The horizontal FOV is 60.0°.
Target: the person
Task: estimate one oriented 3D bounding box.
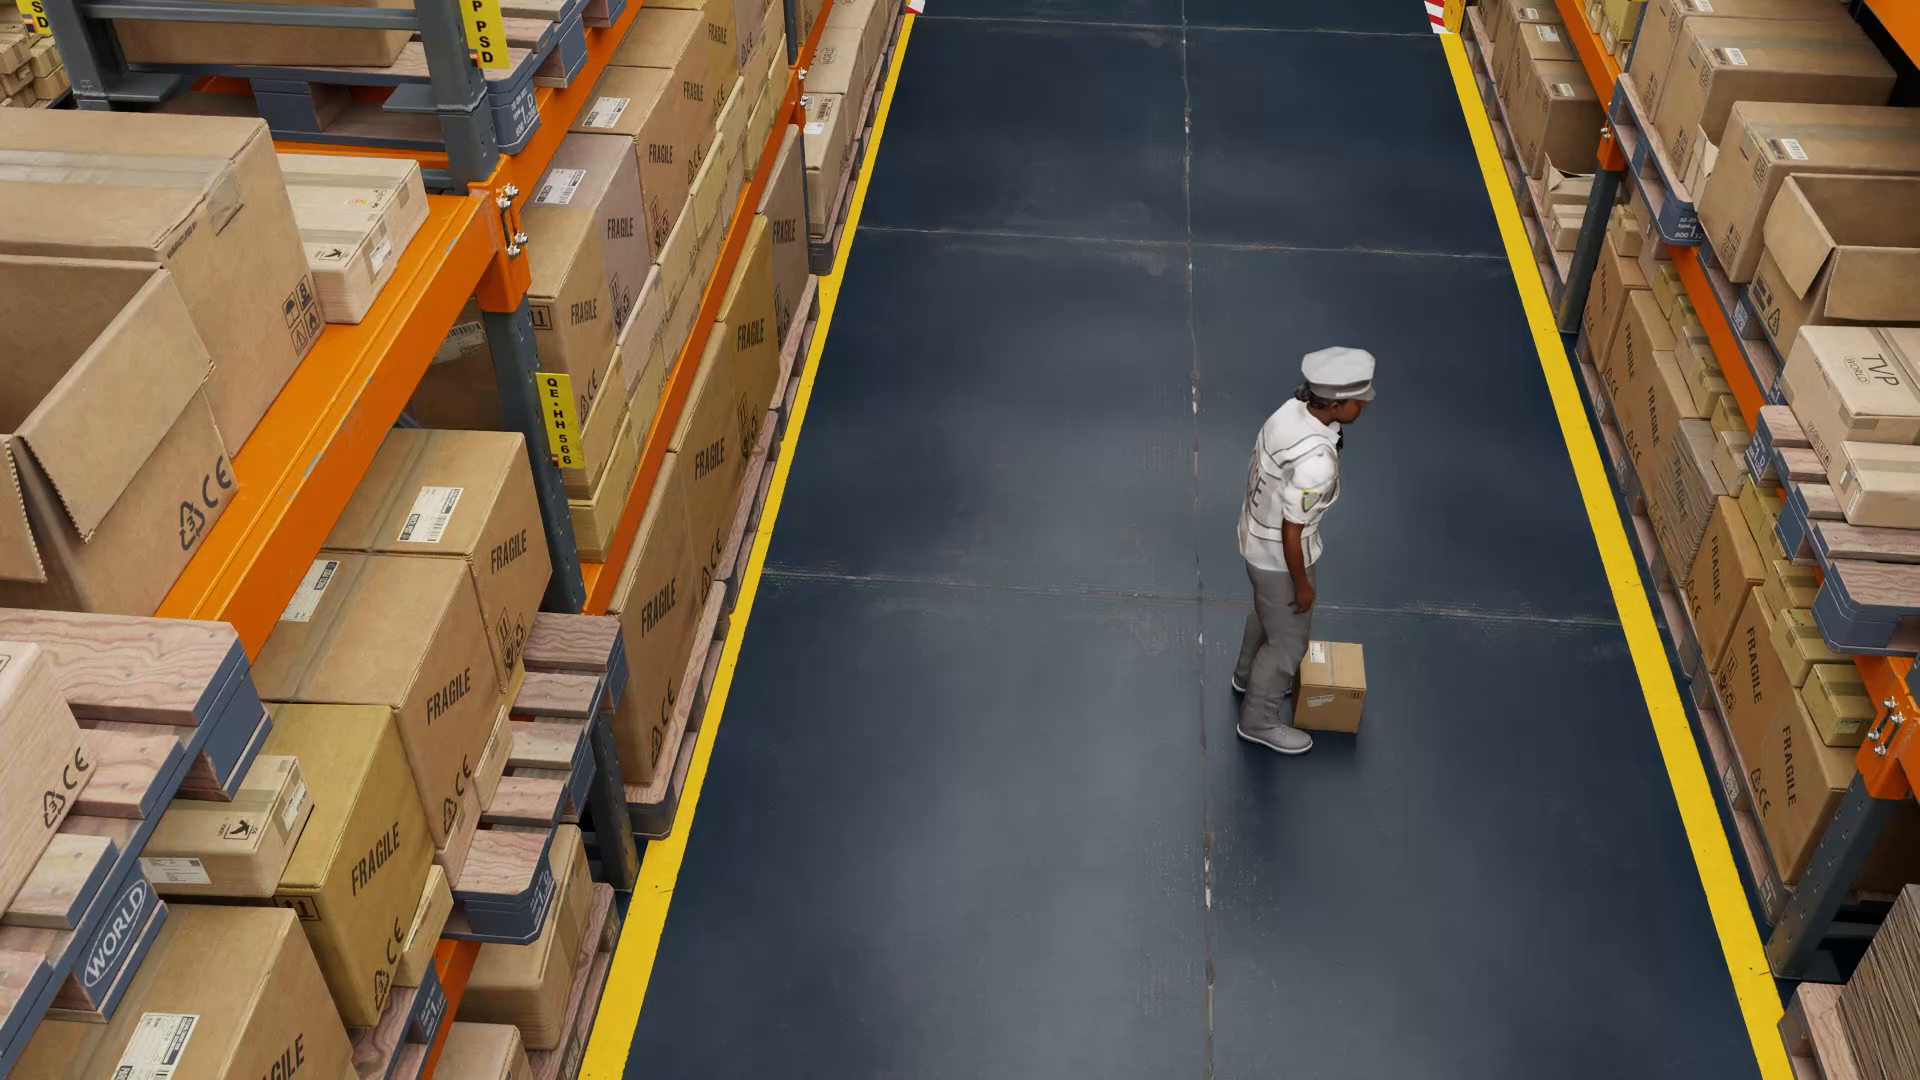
[{"bbox_3d":[1.218,0.036,6.114,0.393,1.660,0.507,3,40,4],"label":"person"}]
